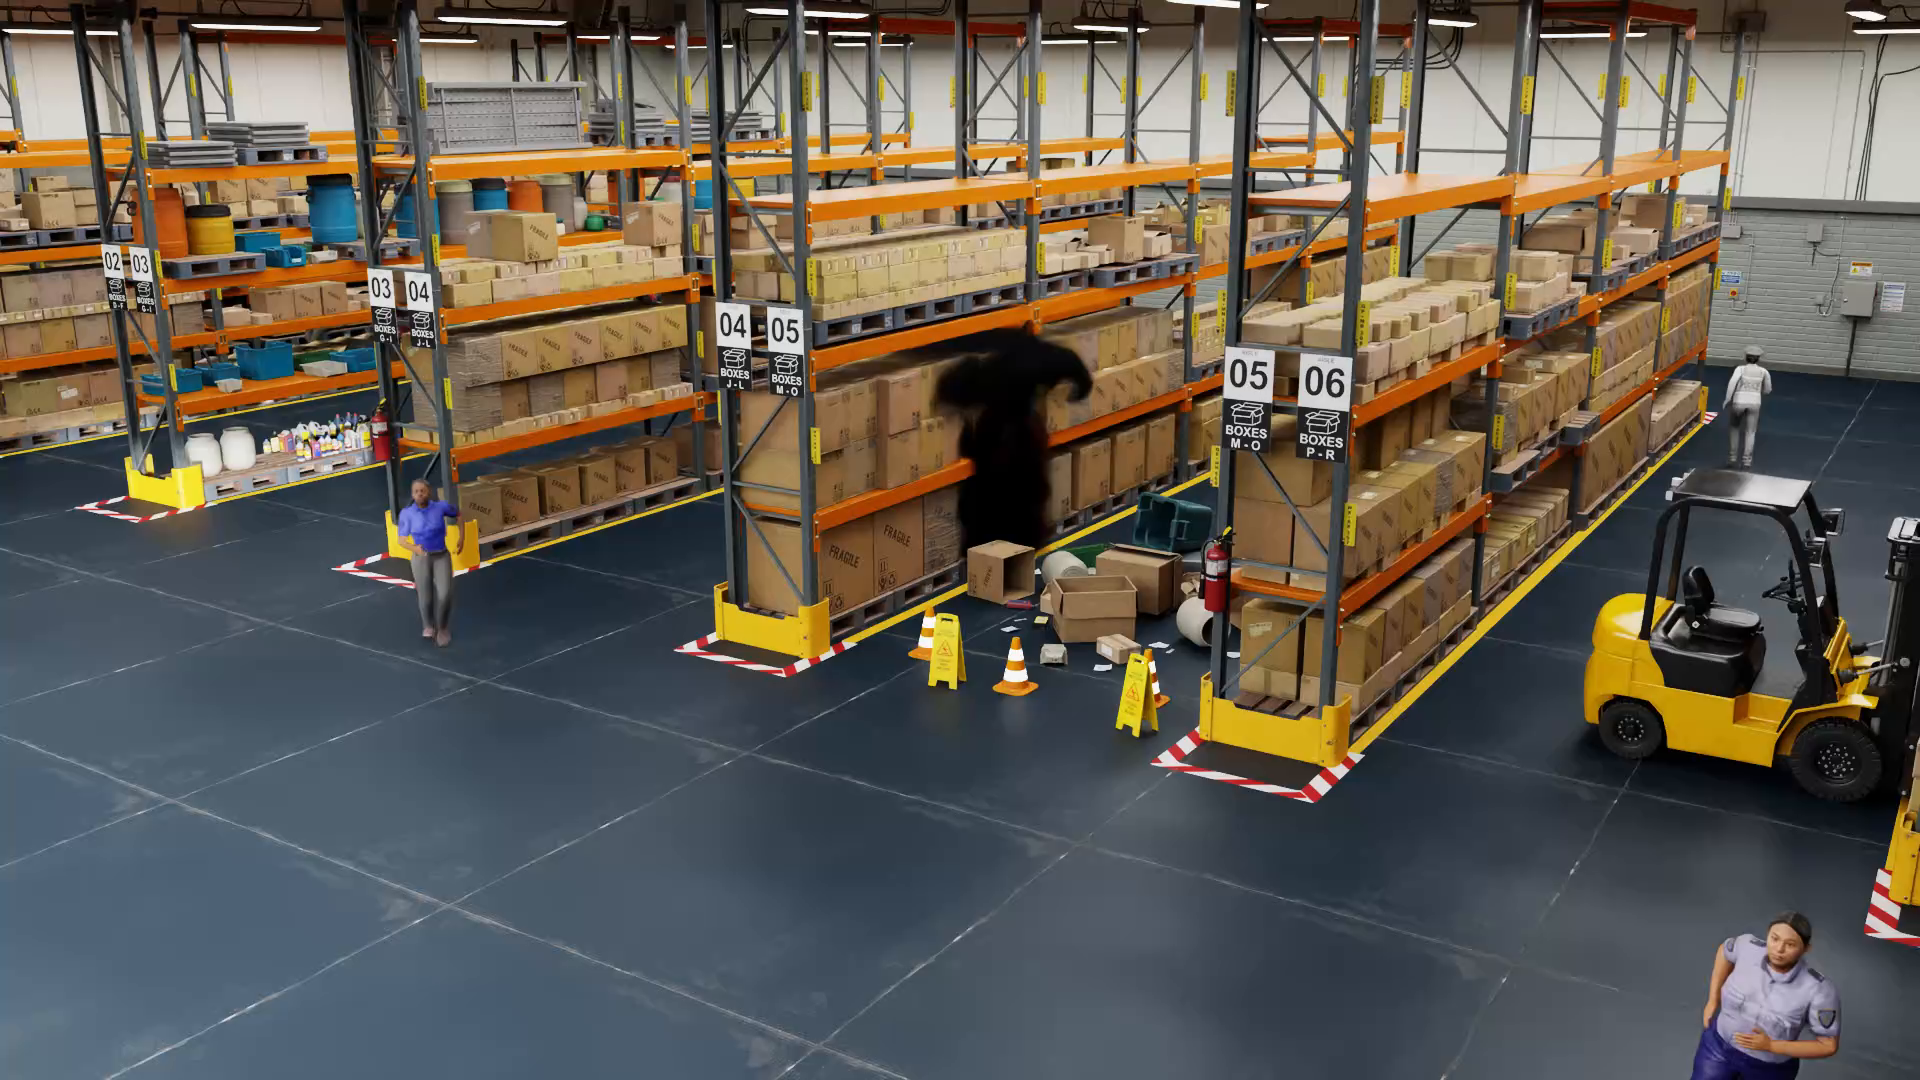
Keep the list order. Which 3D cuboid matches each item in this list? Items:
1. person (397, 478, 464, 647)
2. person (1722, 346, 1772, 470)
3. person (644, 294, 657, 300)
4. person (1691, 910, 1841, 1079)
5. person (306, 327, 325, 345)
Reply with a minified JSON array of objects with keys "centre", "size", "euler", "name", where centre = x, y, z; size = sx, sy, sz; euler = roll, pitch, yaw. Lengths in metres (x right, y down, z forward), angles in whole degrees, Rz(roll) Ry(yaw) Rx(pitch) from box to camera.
[{"centre":[-4.853,0.213,15.335],"size":[0.590,1.608,0.824],"euler":[-4,16,-15],"name":"person"},{"centre":[10.624,-1.766,22.470],"size":[0.599,1.645,0.953],"euler":[6,17,20],"name":"person"},{"centre":[-5.472,-3.881,30.240],"size":[0.713,1.573,0.886],"euler":[4,16,14],"name":"person"},{"centre":[3.654,2.411,7.626],"size":[0.652,1.686,0.677],"euler":[11,19,35],"name":"person"},{"centre":[-11.678,-3.864,30.229],"size":[0.545,1.570,0.632],"euler":[7,17,24],"name":"person"}]
